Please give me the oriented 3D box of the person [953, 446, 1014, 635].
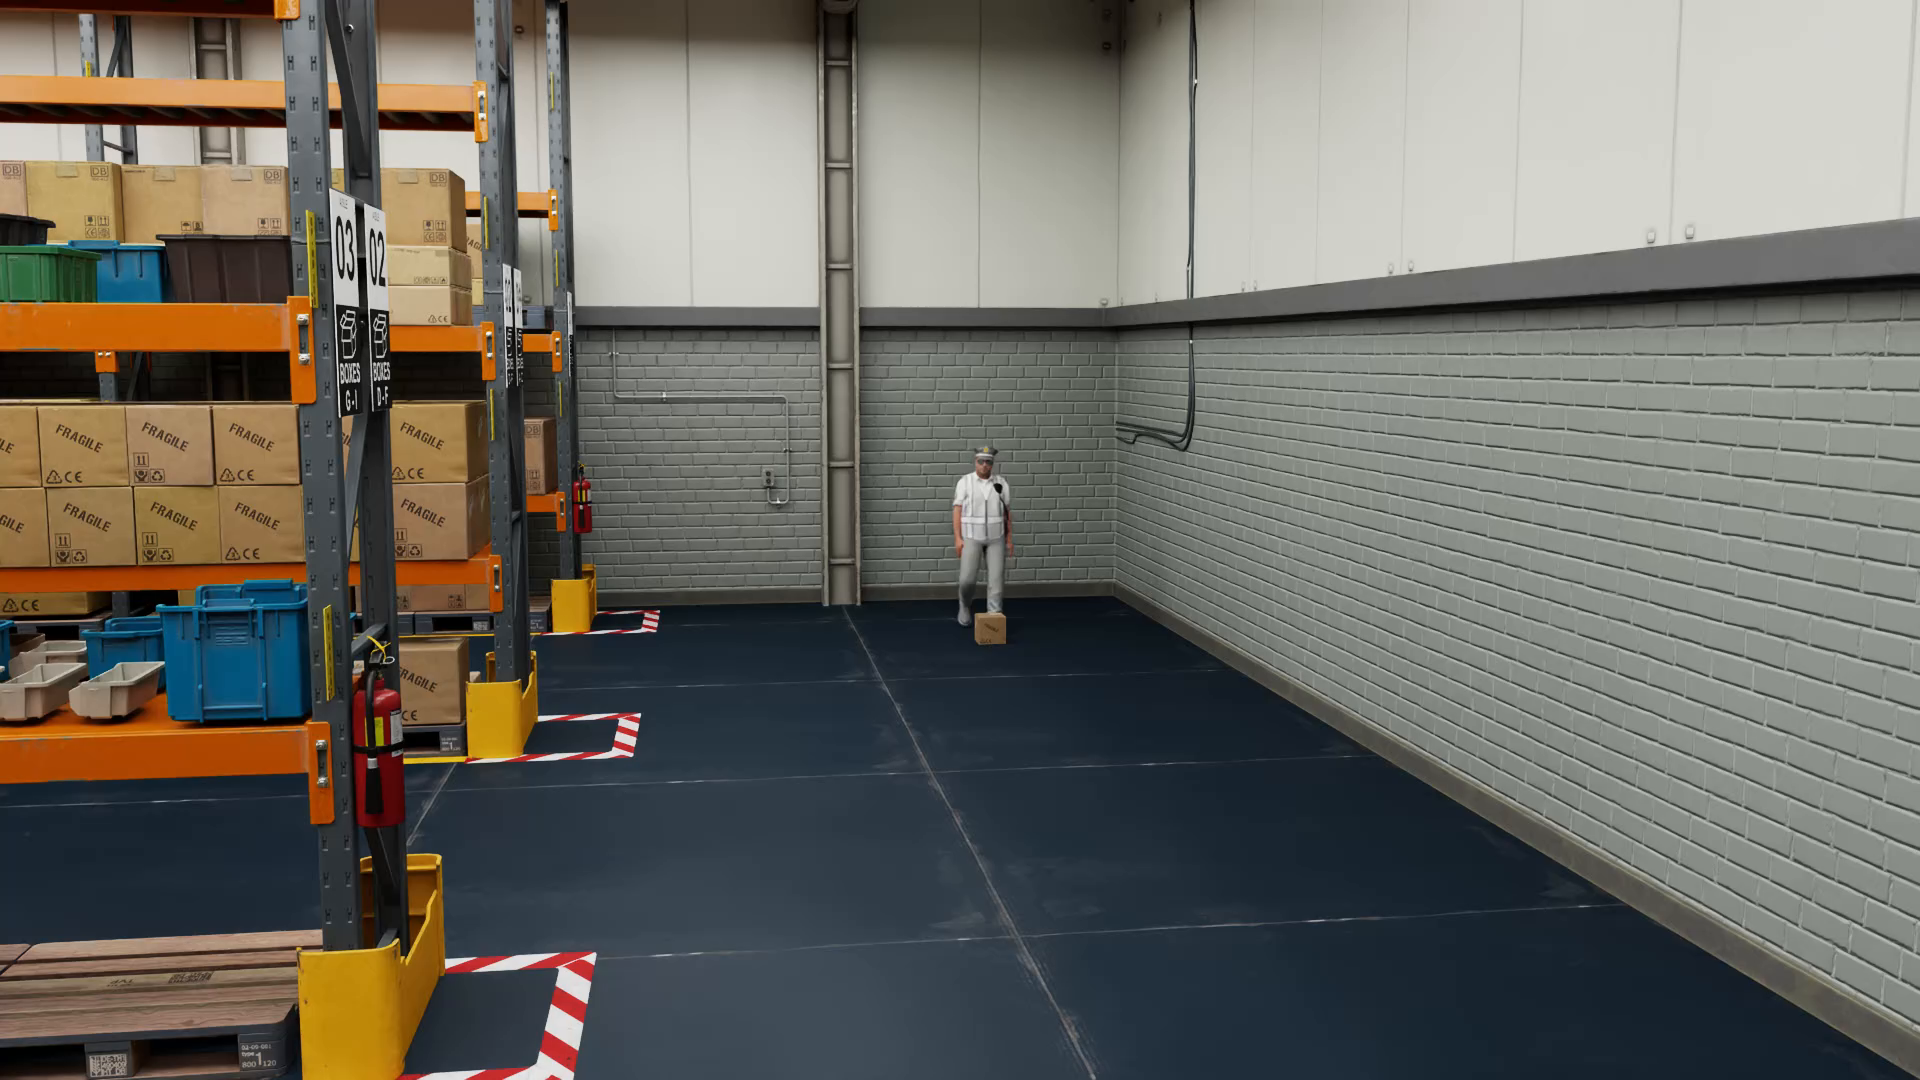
[{"bbox_3d":[0.221,-0.011,15.668,0.559,1.750,0.718,-1,7,-10],"label":"person"}]
